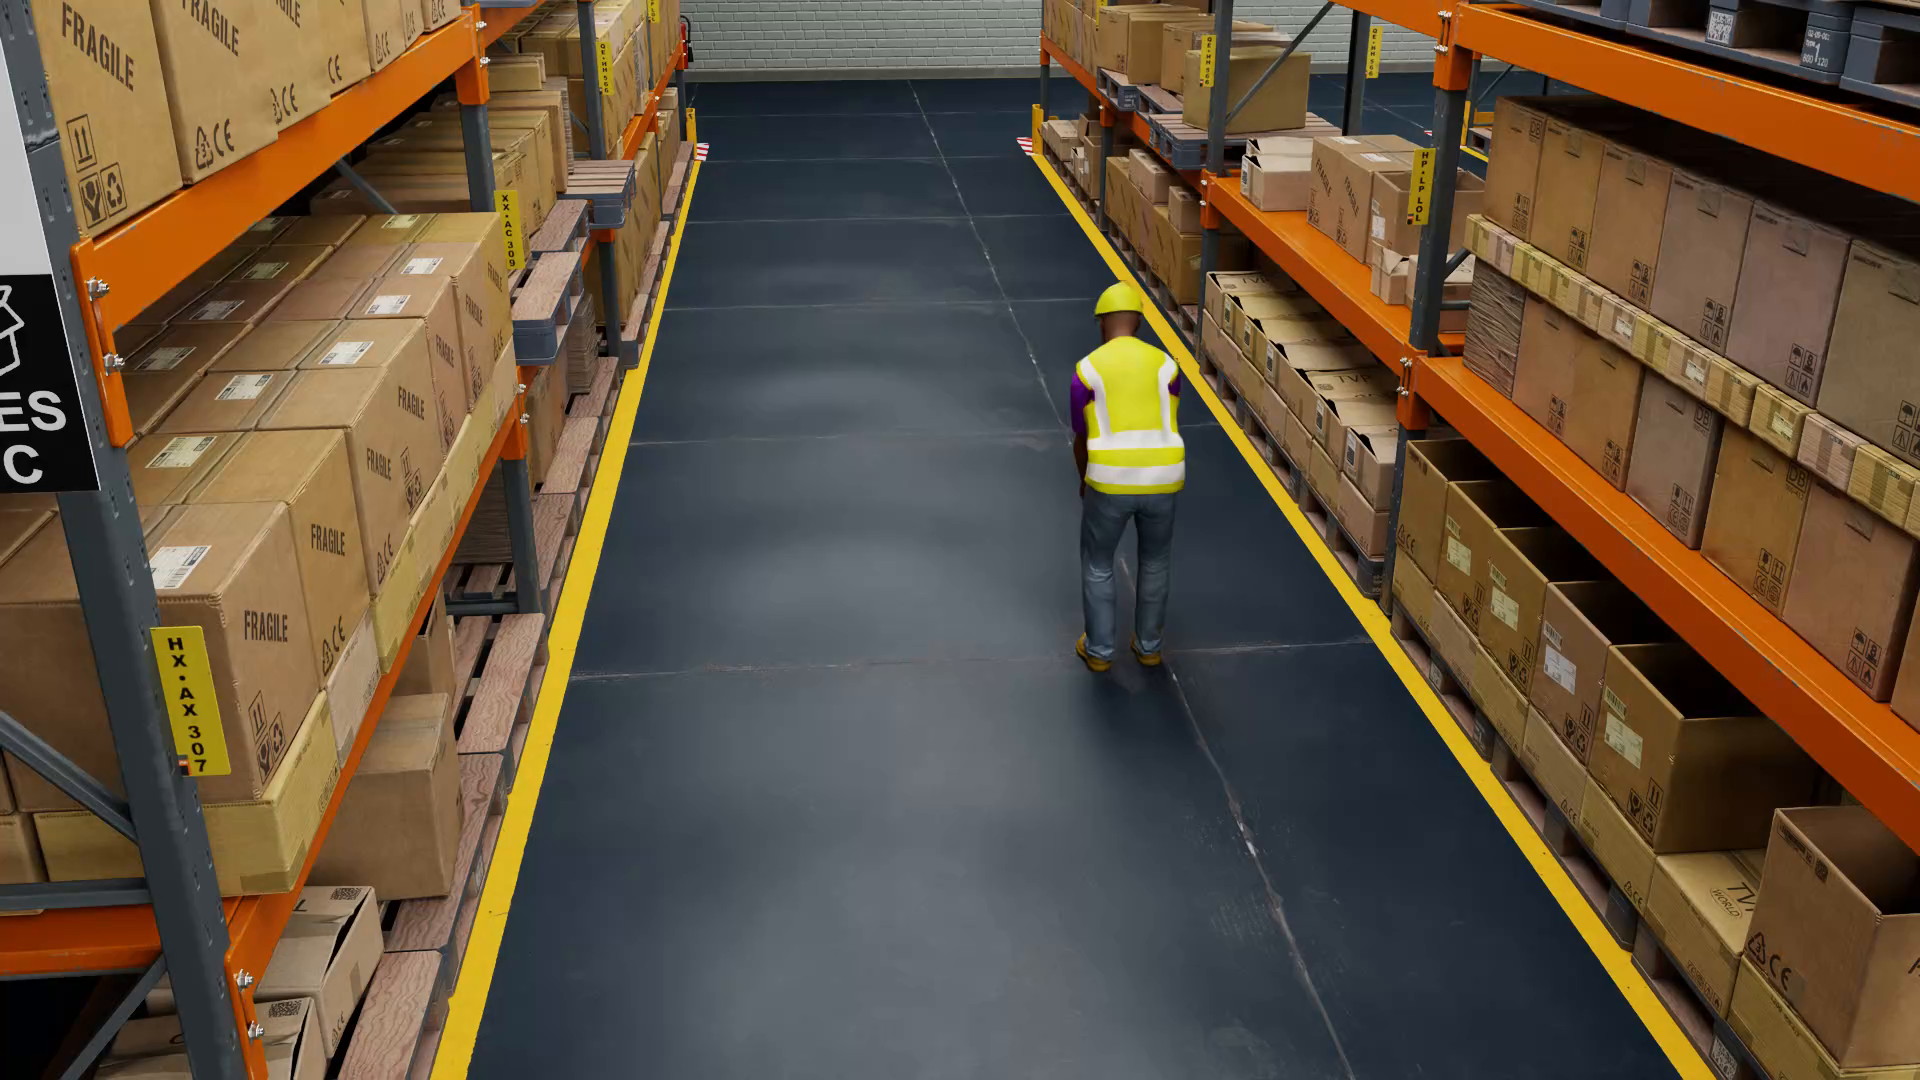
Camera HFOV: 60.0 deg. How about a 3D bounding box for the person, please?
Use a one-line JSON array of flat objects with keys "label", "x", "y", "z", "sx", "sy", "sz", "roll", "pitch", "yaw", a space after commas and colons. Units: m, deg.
[{"label": "person", "x": 0.716, "y": -0.270, "z": 7.321, "sx": 0.483, "sy": 1.659, "sz": 0.691, "roll": -3, "pitch": 24, "yaw": -6}]
